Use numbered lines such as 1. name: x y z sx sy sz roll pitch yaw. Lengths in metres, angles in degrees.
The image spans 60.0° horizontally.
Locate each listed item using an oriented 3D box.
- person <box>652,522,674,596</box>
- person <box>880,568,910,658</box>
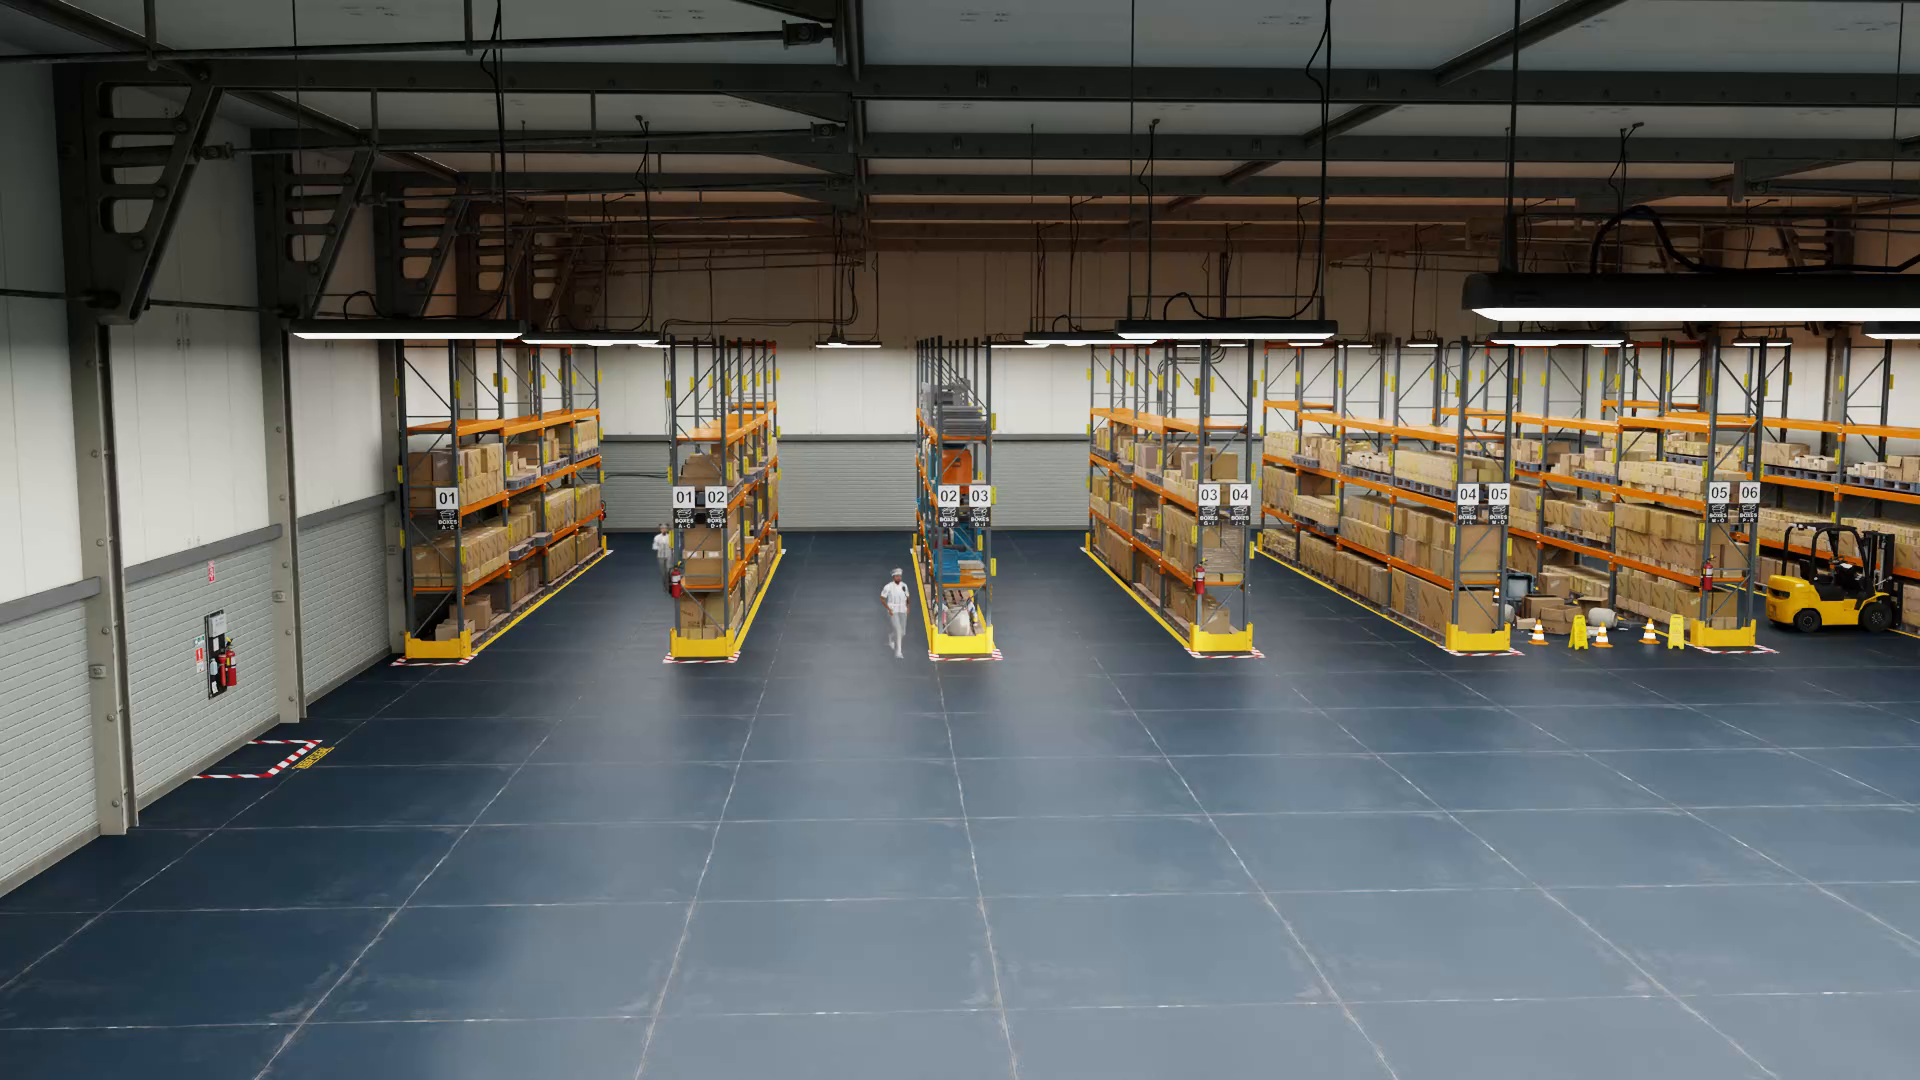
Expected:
1. person: -6.961 0.451 39.119 0.540 1.753 0.727 0 6 -2
2. person: -1.223 1.352 31.344 0.594 1.675 0.692 -3 7 -28
